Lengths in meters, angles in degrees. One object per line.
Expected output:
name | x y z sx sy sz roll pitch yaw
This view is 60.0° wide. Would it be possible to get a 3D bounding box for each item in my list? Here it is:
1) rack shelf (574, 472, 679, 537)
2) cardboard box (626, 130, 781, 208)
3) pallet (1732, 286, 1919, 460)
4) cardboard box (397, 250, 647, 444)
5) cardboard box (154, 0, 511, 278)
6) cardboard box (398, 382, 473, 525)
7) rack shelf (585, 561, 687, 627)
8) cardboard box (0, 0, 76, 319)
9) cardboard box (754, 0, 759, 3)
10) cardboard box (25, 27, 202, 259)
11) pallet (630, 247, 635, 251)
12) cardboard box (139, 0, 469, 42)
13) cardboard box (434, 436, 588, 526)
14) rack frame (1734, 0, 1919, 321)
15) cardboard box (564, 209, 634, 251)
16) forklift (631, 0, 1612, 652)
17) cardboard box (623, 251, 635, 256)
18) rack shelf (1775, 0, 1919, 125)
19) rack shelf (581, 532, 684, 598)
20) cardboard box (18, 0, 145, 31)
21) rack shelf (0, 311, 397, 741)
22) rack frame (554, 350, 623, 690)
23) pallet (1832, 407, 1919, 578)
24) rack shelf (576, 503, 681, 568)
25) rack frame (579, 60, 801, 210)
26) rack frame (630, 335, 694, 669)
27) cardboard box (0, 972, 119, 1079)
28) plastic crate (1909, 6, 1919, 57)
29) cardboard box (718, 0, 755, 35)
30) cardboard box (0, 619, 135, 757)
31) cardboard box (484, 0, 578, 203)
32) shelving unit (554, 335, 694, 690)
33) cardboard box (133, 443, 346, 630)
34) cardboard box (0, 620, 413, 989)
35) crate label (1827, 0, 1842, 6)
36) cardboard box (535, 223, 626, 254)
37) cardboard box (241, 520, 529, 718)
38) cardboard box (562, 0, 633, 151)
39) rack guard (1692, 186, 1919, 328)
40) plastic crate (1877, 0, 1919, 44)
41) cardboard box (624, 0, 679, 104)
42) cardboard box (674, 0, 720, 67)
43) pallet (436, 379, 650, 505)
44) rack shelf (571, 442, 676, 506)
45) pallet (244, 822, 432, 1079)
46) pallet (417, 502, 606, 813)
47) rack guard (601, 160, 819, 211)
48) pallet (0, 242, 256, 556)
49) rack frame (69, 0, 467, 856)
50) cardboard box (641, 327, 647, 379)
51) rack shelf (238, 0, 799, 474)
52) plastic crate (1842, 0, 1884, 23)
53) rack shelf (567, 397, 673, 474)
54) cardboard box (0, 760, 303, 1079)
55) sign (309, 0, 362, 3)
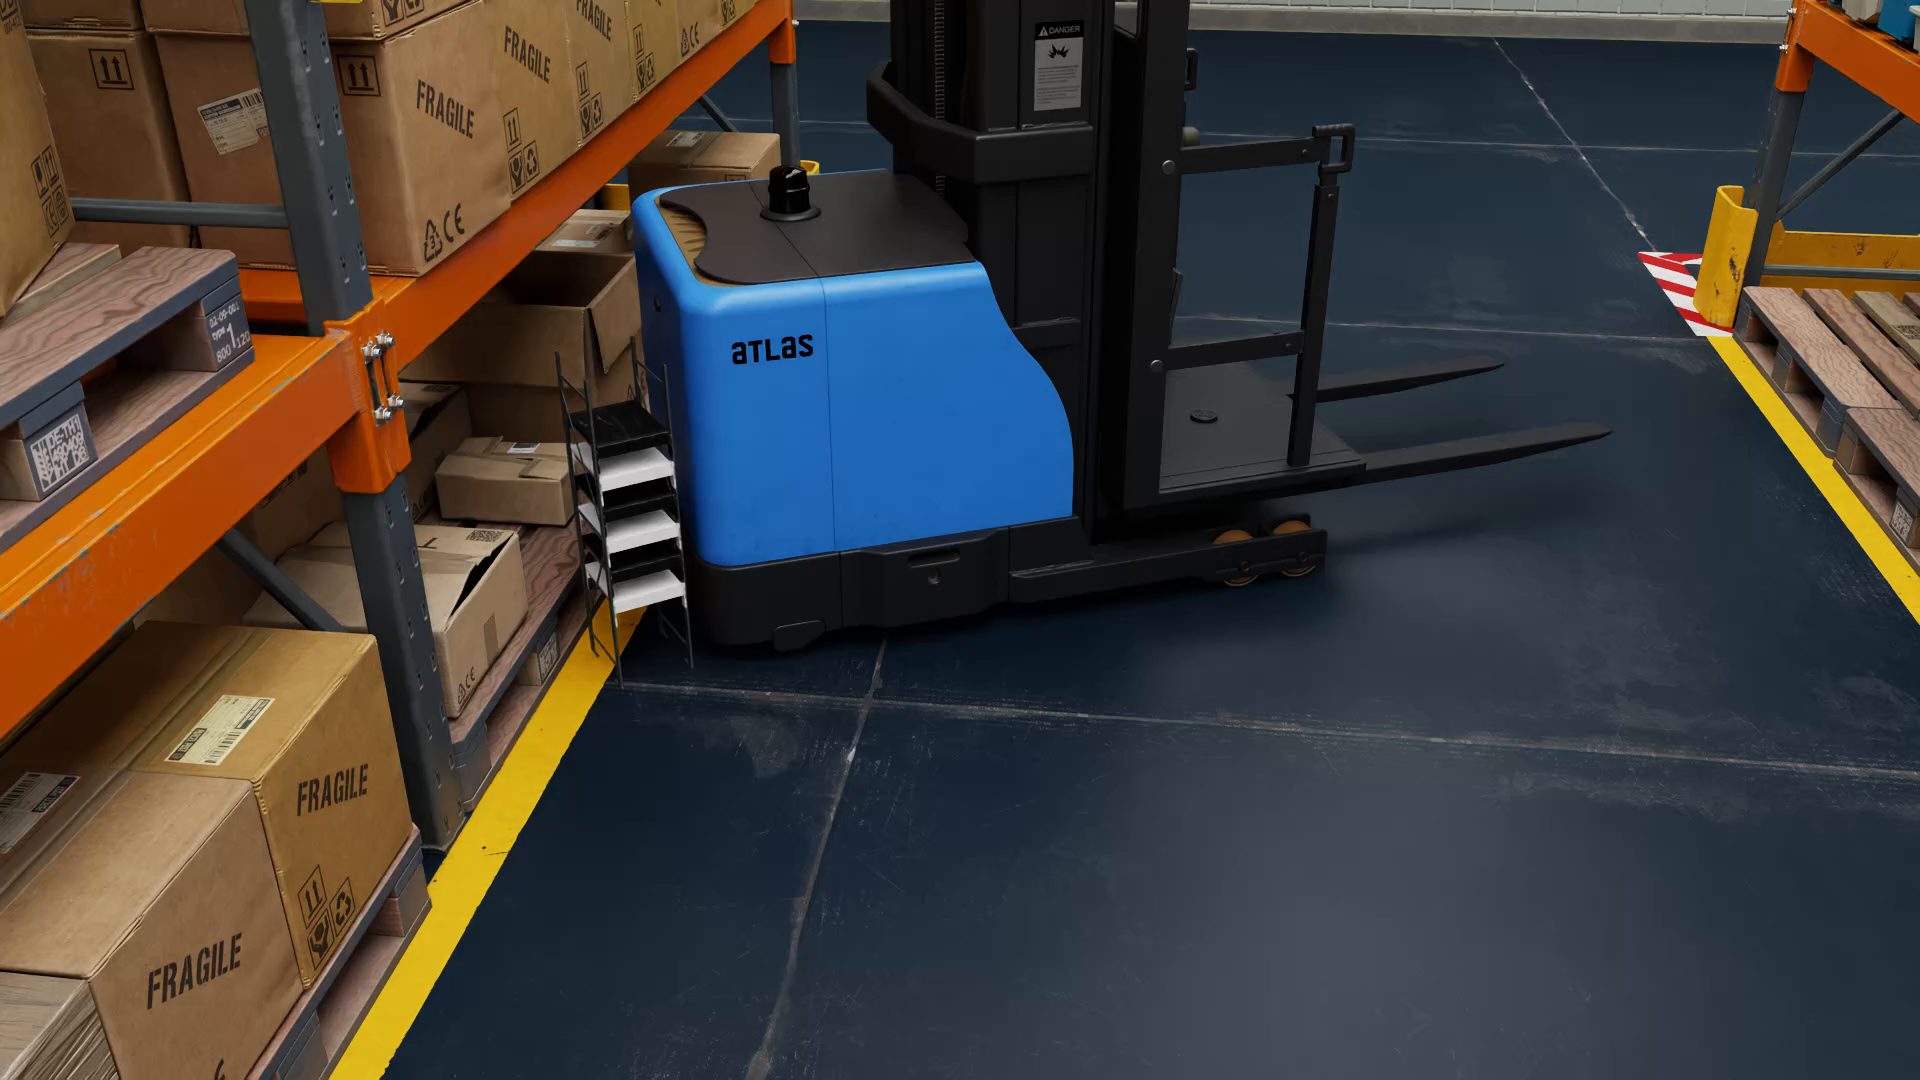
rack shelf | -0.887 -0.115 4.395 0.200 0.077 0.258 -16 32 -27
cardboard box | -1.019 -1.349 6.762 0.500 0.500 0.500 3 28 6
pallet | 3.579 -0.622 6.183 1.003 0.211 1.213 3 28 6
cardboard box | -1.462 -0.622 5.410 0.797 0.503 0.637 3 28 6
cardboard box | -1.354 -0.911 3.673 0.500 0.500 0.500 4 29 8
cardboard box | -1.807 -0.290 4.998 0.500 0.311 0.500 3 28 6
rack shelf | -0.887 0.123 4.523 0.200 0.077 0.258 -16 32 -27
cardboard box | -1.967 -0.662 2.767 0.700 0.500 0.500 -6 29 -11
cardboard box | -0.982 -2.343 6.331 0.500 0.500 0.500 4 29 8
cardboard box | -1.881 -0.937 3.721 0.500 0.500 0.500 4 29 7
pallet | -1.303 -0.887 6.674 1.003 0.211 1.213 3 28 6
cardboard box | -1.350 -1.332 3.401 0.500 0.500 0.500 4 29 8
cardboard box | -1.325 -0.182 4.948 0.380 0.166 0.250 3 28 6
rack frame | 3.718 -2.236 6.238 1.000 3.000 0.127 3 28 6
cardboard box | -1.590 -1.287 7.018 0.380 0.149 0.250 3 28 6
forklift | 0.593 -1.381 4.723 3.031 2.935 1.130 -9 30 -16
cardboard box | -1.158 -1.016 6.497 0.380 0.166 0.250 3 28 6
rack shelf | 3.473 -0.978 4.661 1.077 0.370 4.000 3 28 6
rack shelf | -0.887 0.043 4.481 0.200 0.077 0.258 -16 32 -27
cardboard box | -1.882 -1.380 3.489 0.500 0.500 0.500 3 29 6
rack shelf | -1.932 0.615 1.704 1.077 0.370 4.000 3 28 6
rack frame | -0.974 -0.041 4.377 0.006 0.900 0.240 -16 32 -27
pallet | 3.427 -0.050 5.120 1.003 0.211 1.213 3 28 6
rack shelf | -0.887 -0.036 4.438 0.200 0.077 0.258 -16 32 -27
rack frame | -1.197 -2.526 6.775 1.000 3.000 0.127 3 28 6
rack frame | -0.799 -0.090 4.468 0.006 0.900 0.240 -16 32 -27
cardboard box | -1.594 0.981 2.438 0.500 0.500 0.500 4 29 7
plastic crate | 3.157 -1.584 5.242 0.250 0.136 0.298 3 28 6
cardboard box | -1.042 -2.099 5.877 0.500 0.500 0.500 4 29 7
cardboard box | -1.988 0.478 3.373 0.500 0.500 0.500 2 28 4
cardboard box | -1.295 -1.152 4.120 0.500 0.500 0.500 4 29 7
shelving unit | -0.887 -0.065 4.422 0.210 0.900 0.258 -16 32 -27
cardboard box | -1.899 -0.021 4.297 0.500 0.500 0.500 3 28 6
cardboard box | -1.463 0.513 3.307 0.500 0.500 0.500 3 28 6
crate label | 3.361 -2.092 6.083 0.416 0.233 0.303 3 28 6
cardboard box | -1.607 -1.034 6.442 0.500 0.250 0.500 3 28 6
cardboard box | -1.421 0.162 4.157 0.500 0.311 0.500 3 28 6
cardboard box | -1.231 -1.387 4.557 0.500 0.500 0.500 3 28 6
rack guard | 3.708 -1.148 6.853 1.175 0.500 0.348 3 28 6
plastic crate | 3.281 -1.782 5.508 0.416 0.233 0.300 3 28 6
cardboard box | -1.171 -1.627 5.002 0.500 0.500 0.500 3 28 5
cardboard box | -1.109 -1.864 5.442 0.500 0.500 0.500 4 29 7
pallet | -1.455 -0.314 5.611 1.003 0.211 1.213 3 28 6
rack shelf | -0.887 -0.194 4.353 0.200 0.077 0.258 -16 32 -27
pallet | -1.749 0.970 3.227 1.003 0.211 1.213 3 28 6
pallet | -1.602 0.262 4.542 1.003 0.211 1.213 3 28 6
rack guard | -1.207 -1.389 7.302 1.175 0.500 0.348 3 28 6
pallet | -1.894 -0.188 2.640 1.003 0.211 1.213 3 28 6
rack frame | -1.687 -0.643 3.280 1.000 3.000 0.127 3 28 6
cardboard box | -1.166 -0.793 5.995 0.500 0.250 0.500 3 28 6
rack shelf | -1.442 -1.267 5.199 1.077 0.370 4.000 3 28 6
plastic crate | 3.240 -1.903 5.835 0.250 0.136 0.298 3 28 6
rack shelf | -0.887 -0.274 4.310 0.200 0.077 0.258 -16 32 -27
cardboard box | -1.532 0.745 2.876 0.500 0.500 0.500 3 29 6
sign | -1.136 -1.122 2.949 0.100 0.325 0.005 3 28 6
